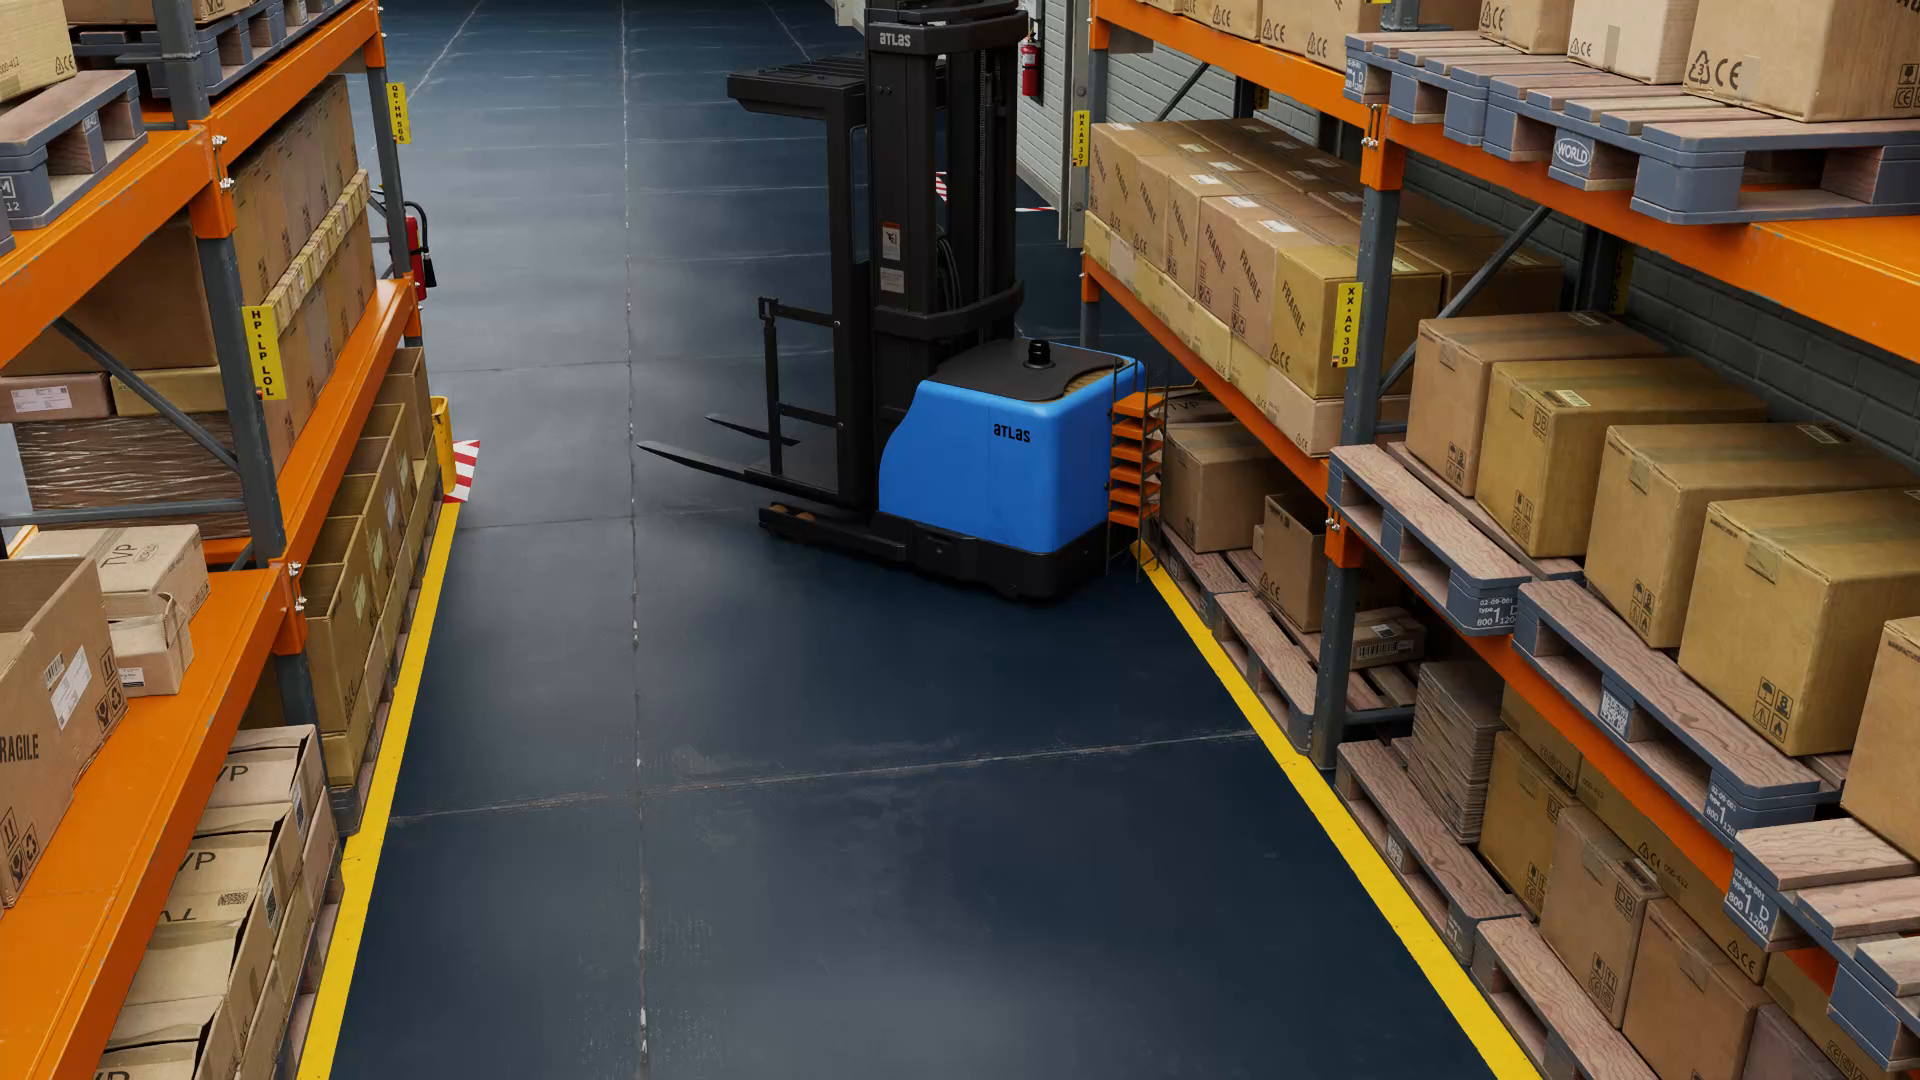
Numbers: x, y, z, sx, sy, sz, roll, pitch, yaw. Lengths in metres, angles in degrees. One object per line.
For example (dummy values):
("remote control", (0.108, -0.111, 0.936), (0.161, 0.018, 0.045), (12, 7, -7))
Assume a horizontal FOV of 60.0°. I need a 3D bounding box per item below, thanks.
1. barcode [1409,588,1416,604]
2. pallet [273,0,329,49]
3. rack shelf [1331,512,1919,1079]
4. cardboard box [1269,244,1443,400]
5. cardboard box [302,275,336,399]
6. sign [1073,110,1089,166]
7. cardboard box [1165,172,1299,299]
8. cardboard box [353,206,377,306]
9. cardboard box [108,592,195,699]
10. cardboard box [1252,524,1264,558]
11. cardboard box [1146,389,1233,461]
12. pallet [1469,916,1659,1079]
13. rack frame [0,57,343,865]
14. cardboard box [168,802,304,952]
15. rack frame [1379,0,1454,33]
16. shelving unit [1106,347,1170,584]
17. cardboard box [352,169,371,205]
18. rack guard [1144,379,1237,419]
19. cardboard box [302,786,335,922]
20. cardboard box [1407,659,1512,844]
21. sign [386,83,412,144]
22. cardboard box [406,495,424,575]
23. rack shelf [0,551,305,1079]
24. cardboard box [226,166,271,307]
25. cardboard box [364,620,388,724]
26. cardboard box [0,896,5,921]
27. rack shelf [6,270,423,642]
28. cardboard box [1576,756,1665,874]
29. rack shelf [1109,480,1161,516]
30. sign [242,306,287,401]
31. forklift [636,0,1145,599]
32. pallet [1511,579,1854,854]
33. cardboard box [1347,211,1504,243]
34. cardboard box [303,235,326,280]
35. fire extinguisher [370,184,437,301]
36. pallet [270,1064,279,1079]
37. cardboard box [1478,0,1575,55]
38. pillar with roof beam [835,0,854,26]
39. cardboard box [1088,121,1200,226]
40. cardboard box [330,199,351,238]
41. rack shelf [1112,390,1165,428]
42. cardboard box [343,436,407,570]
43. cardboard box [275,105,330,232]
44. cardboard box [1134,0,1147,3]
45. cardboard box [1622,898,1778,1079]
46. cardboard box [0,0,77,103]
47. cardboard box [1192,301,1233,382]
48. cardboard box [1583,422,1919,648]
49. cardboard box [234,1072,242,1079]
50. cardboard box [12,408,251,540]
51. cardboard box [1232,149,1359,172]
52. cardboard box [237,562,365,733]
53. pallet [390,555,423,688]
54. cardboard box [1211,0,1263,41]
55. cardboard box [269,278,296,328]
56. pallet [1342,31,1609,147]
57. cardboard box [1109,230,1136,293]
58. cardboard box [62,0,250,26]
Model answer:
("barcode", (2.133, 0.260, 7.831), (0.001, 0.075, 0.075), (-4, 24, -10))
("pallet", (-3.277, -2.235, 6.981), (1.003, 0.211, 1.213), (-4, 24, -10))
("rack shelf", (2.365, 0.660, 4.889), (1.077, 0.370, 4.000), (-4, 24, -10))
("cardboard box", (1.604, -0.903, 6.796), (0.500, 0.500, 0.500), (-4, 24, -10))
("cardboard box", (-3.249, -0.914, 7.470), (0.700, 0.500, 0.500), (-4, 24, -8))
("sign", (0.723, -2.386, 9.884), (0.100, 0.325, 0.005), (-4, 24, -10))
("cardboard box", (1.327, -1.503, 8.168), (0.500, 0.500, 0.500), (-4, 24, -8))
("cardboard box", (-3.538, -1.523, 8.864), (0.700, 0.500, 0.500), (-4, 24, -10))
("cardboard box", (-2.529, 0.306, 4.970), (0.396, 0.266, 0.258), (-5, 24, -11))
("cardboard box", (1.719, 0.018, 8.473), (0.380, 0.149, 0.250), (-6, 24, -14))
("cardboard box", (1.295, -0.720, 9.961), (0.500, 0.311, 0.500), (-7, 25, -16))
("pallet", (2.370, 1.609, 5.303), (1.003, 0.211, 1.213), (-4, 24, -10))
("rack frame", (-2.872, -0.088, 5.704), (1.000, 3.000, 0.127), (-4, 24, -10))
("cardboard box", (-2.413, 1.065, 5.274), (0.500, 0.311, 0.500), (-4, 24, -8))
("rack frame", (1.996, -3.205, 5.346), (1.000, 3.000, 0.127), (-4, 24, -10))
("shelving unit", (0.920, -0.381, 8.623), (0.189, 1.200, 0.258), (15, 28, 31))
("cardboard box", (-3.354, -1.868, 8.845), (0.380, 0.149, 0.250), (-5, 24, -11))
("rack guard", (1.270, -0.854, 10.581), (1.175, 0.500, 0.348), (-4, 24, -10))
("cardboard box", (-2.510, 1.121, 5.846), (0.500, 0.250, 0.500), (-5, 24, -10))
("cardboard box", (2.148, 0.776, 6.299), (0.700, 0.500, 0.500), (-3, 24, -8))
("sign", (-3.076, -2.335, 9.107), (0.100, 0.325, 0.005), (-4, 24, -10))
("cardboard box", (-3.024, -0.012, 8.441), (0.500, 0.250, 0.500), (-4, 24, -10))
("rack shelf", (-2.502, 1.028, 4.047), (1.077, 0.370, 4.000), (-4, 24, -10))
("cardboard box", (-3.055, -1.101, 6.278), (0.700, 0.500, 0.500), (-4, 24, -10))
("cardboard box", (-2.747, 0.578, 7.090), (0.500, 0.250, 0.500), (-4, 24, -10))
("cardboard box", (-2.459, 0.781, 3.590), (0.500, 0.500, 0.500), (-6, 24, -13))
("rack shelf", (-3.242, -0.545, 7.649), (1.077, 0.370, 4.000), (-4, 24, -10))
("cardboard box", (2.333, 0.810, 5.285), (0.500, 0.250, 0.500), (-5, 24, -11))
("rack shelf", (0.920, -0.230, 8.689), (0.180, 0.103, 0.258), (15, 28, 31))
("sign", (-2.341, -0.626, 5.589), (0.100, 0.325, 0.005), (-4, 24, -10))
("forklift", (-0.515, -1.484, 8.986), (3.031, 2.935, 1.130), (15, 28, 31))
("pallet", (2.329, 0.430, 4.758), (1.003, 0.211, 1.213), (-4, 24, -10))
("cardboard box", (2.022, -1.144, 7.348), (0.500, 0.500, 0.500), (-4, 24, -10))
("cardboard box", (-3.065, -1.258, 7.448), (0.380, 0.149, 0.250), (-5, 24, -10))
("fire extinguisher", (-3.177, -1.707, 9.507), (0.296, 0.674, 0.183), (-4, 24, -10))
("pallet", (-2.468, 1.958, 4.504), (1.003, 0.211, 1.213), (-4, 24, -10))
("cardboard box", (2.018, -1.848, 5.336), (0.500, 0.500, 0.500), (-1, 24, -2))
("pillar with roof beam", (-6.433, -13.689, 29.350), (9.100, 9.000, 0.400), (-4, 24, -10))
("cardboard box", (1.049, -2.104, 9.544), (0.500, 0.500, 0.500), (-4, 24, -10))
("cardboard box", (-3.212, -1.566, 8.152), (0.380, 0.149, 0.250), (-4, 24, -9))
("rack shelf", (0.920, -0.670, 8.497), (0.180, 0.103, 0.258), (15, 28, 31))
("cardboard box", (-2.930, -0.159, 7.841), (0.500, 0.500, 0.500), (-4, 24, -10))
("cardboard box", (-3.332, -1.692, 7.630), (0.700, 0.500, 0.500), (-4, 24, -10))
("cardboard box", (1.136, -3.095, 8.691), (0.500, 0.500, 0.500), (-3, 24, -6))
("cardboard box", (2.450, 1.377, 4.922), (0.700, 0.500, 0.500), (-4, 24, -10))
("cardboard box", (-2.767, -1.343, 4.493), (0.500, 0.250, 0.500), (-2, 24, -4))
("cardboard box", (1.418, -0.954, 7.848), (0.500, 0.250, 0.500), (-4, 24, -10))
("cardboard box", (2.305, -0.024, 4.882), (0.700, 0.500, 0.500), (-1, 24, -2))
("cardboard box", (-2.231, 1.722, 4.471), (0.500, 0.250, 0.500), (-4, 24, -9))
("cardboard box", (-2.960, -0.308, 6.082), (0.700, 0.500, 0.500), (-5, 24, -11))
("cardboard box", (1.735, -1.742, 8.717), (0.500, 0.500, 0.500), (-5, 24, -11))
("cardboard box", (-2.650, 0.430, 6.491), (0.500, 0.500, 0.500), (-4, 24, -10))
("pallet", (-3.207, 0.393, 8.086), (1.003, 0.211, 1.213), (-4, 24, -10))
("cardboard box", (1.439, -2.481, 7.285), (0.500, 0.500, 0.500), (-5, 24, -12))
("cardboard box", (-2.921, -0.953, 6.749), (0.380, 0.149, 0.250), (-5, 24, -12))
("pallet", (2.005, -1.494, 5.410), (1.213, 0.211, 1.003), (-4, 24, -10))
("cardboard box", (1.144, -1.551, 9.217), (0.500, 0.250, 0.500), (-5, 24, -11))
("cardboard box", (-2.706, -1.983, 5.470), (0.500, 0.500, 0.500), (-2, 24, -5))
